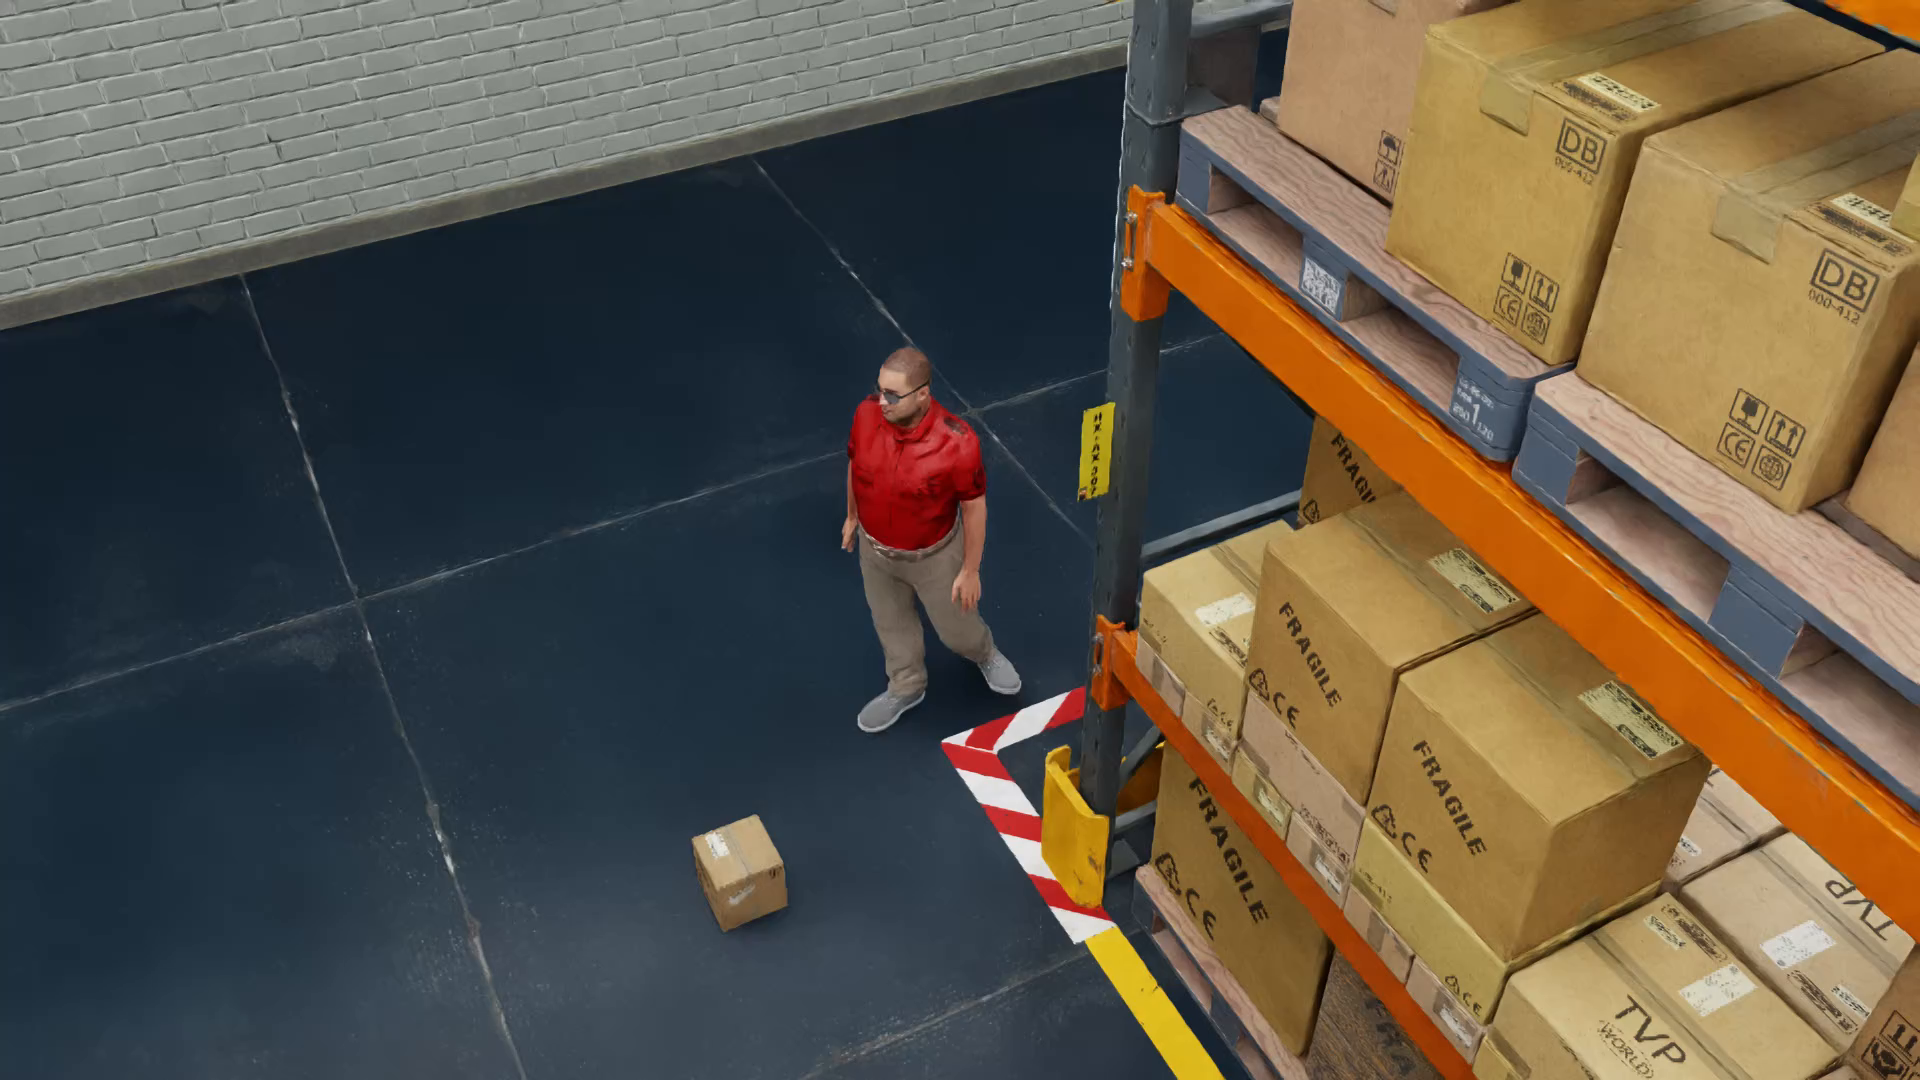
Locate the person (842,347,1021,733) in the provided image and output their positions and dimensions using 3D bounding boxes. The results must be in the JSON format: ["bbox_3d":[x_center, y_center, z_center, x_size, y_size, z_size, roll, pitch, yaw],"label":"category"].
[{"bbox_3d":[-0.132,-0.011,6.179,0.676,1.721,0.589,20,45,21],"label":"person"}]
